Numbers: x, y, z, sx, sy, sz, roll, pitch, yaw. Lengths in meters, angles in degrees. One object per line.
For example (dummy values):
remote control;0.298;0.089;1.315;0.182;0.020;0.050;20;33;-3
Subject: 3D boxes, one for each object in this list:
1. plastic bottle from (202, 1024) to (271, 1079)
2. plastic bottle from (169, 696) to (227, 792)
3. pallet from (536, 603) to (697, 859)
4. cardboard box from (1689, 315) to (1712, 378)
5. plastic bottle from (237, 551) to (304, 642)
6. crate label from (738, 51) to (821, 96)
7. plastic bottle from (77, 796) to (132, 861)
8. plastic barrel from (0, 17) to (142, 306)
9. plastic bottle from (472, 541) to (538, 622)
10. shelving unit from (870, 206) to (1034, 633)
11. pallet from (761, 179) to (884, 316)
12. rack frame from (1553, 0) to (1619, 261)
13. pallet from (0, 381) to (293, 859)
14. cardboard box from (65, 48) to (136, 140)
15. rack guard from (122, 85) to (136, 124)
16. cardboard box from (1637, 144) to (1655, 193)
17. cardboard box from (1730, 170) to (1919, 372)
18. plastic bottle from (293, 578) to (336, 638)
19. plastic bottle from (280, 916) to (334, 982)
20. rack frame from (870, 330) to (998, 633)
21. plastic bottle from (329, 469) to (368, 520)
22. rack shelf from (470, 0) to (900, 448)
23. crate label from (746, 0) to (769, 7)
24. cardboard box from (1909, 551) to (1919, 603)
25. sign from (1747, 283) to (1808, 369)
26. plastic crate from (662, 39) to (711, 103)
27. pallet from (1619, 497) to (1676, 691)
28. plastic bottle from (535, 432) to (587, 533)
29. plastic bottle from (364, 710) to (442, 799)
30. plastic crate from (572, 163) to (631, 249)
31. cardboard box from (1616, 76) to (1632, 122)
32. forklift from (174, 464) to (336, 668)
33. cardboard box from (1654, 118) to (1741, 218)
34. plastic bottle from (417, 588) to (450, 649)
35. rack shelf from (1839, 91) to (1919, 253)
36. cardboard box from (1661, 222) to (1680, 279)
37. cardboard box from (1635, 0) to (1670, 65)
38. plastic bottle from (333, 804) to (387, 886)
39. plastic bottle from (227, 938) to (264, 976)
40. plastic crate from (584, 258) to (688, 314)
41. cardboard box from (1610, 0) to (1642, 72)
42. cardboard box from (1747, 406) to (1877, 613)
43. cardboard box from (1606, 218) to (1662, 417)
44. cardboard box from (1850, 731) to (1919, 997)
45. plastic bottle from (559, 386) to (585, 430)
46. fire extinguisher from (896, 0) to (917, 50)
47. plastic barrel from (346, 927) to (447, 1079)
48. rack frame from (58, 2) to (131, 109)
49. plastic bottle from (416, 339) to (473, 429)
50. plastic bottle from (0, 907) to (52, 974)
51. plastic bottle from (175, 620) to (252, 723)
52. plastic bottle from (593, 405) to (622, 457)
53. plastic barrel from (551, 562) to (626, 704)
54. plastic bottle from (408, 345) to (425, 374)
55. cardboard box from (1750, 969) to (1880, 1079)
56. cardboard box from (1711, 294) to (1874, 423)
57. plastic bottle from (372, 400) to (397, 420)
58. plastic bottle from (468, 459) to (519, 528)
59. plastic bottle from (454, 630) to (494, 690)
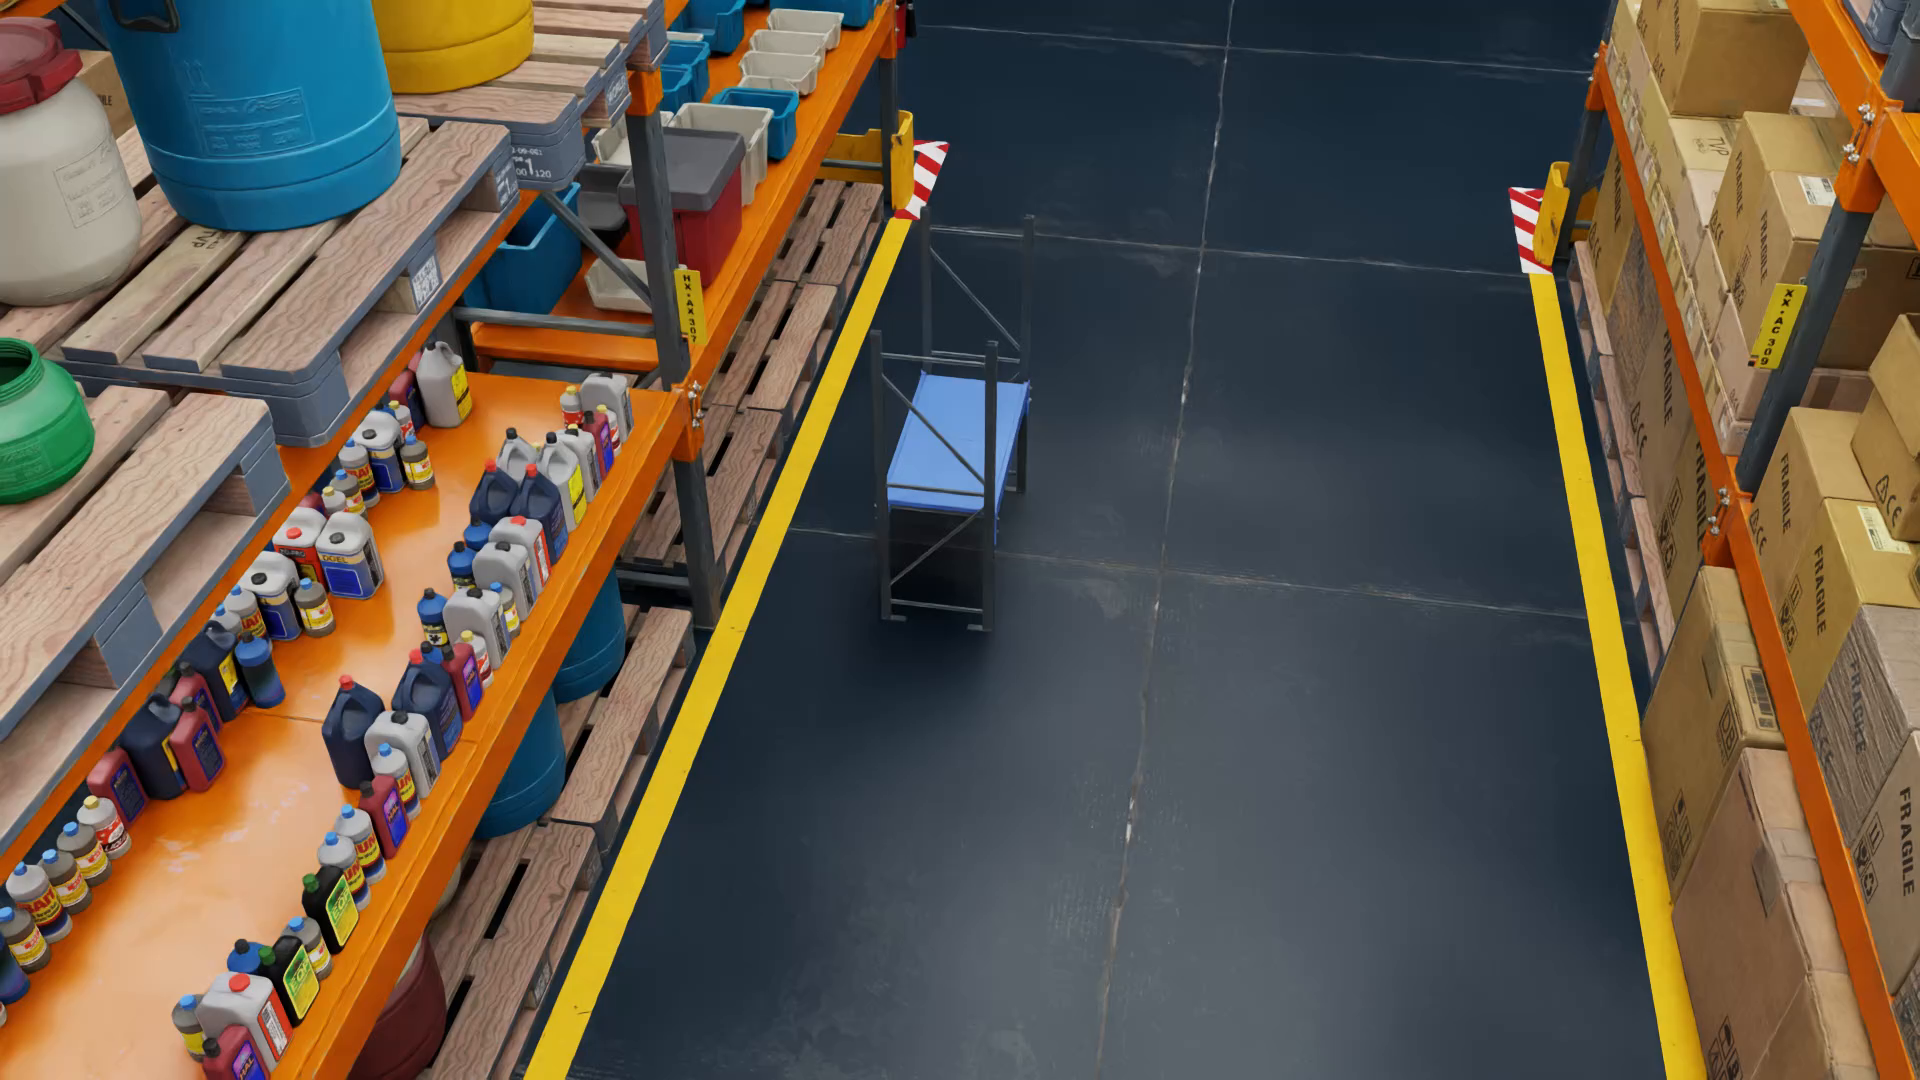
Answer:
plastic bottle;-1.766;1.275;4.042;0.061;0.283;0.133;6;40;8
plastic bottle;-2.239;0.594;4.866;0.061;0.283;0.133;6;40;8
pallet;-1.743;0.711;6.821;1.003;0.211;1.213;6;40;8
cardboard box;3.129;-0.750;6.598;0.380;0.149;0.250;6;40;7
plastic bottle;-2.224;0.180;5.373;0.152;0.276;0.135;6;40;8
crate label;-0.928;-2.385;8.538;0.396;0.136;0.243;6;40;8
plastic bottle;-2.415;0.800;4.681;0.097;0.201;0.097;0;40;0
plastic barrel;-2.102;-0.832;3.709;0.433;0.535;0.433;0;40;0
plastic bottle;-1.492;0.118;5.448;0.152;0.276;0.135;6;40;8
shelving unit;-0.015;-0.524;7.304;0.538;1.500;1.048;6;40;8
pallet;-1.057;-1.766;9.817;1.003;0.211;1.213;6;40;8
rack frame;4.002;-2.807;8.888;1.000;3.000;0.127;6;40;8
pallet;-2.032;0.115;3.148;1.003;0.211;1.213;6;40;8
cardboard box;-5.606;-2.740;10.423;0.500;0.500;0.500;6;40;8
rack guard;-5.767;-2.891;10.951;1.175;0.500;0.348;6;40;8
cardboard box;3.395;-1.717;7.767;0.380;0.149;0.250;6;40;7
cardboard box;3.126;-0.961;5.951;0.500;0.500;0.500;7;40;9
plastic bottle;-2.098;0.211;5.394;0.097;0.201;0.097;0;40;0
plastic bottle;-1.717;1.064;4.362;0.097;0.201;0.097;0;40;0
rack frame;-0.103;-0.205;6.918;0.500;1.500;0.032;6;40;8
plastic bottle;-2.151;-0.158;5.839;0.097;0.201;0.097;0;40;0
rack shelf;-1.222;-1.821;8.260;1.077;0.370;4.000;6;40;8
crate label;-1.243;-3.193;9.440;0.416;0.233;0.303;6;40;8
cardboard box;3.077;0.109;4.495;0.797;0.503;0.637;7;40;8
sign;2.763;-0.721;5.624;0.100;0.325;0.005;6;40;8
plastic crate;-1.471;-2.367;8.440;0.416;0.233;0.300;6;40;8
pallet;3.518;0.309;7.307;1.003;0.211;1.213;6;40;8
plastic bottle;-1.405;-0.211;5.787;0.144;0.351;0.185;6;40;8
plastic bottle;-1.627;0.609;4.854;0.152;0.276;0.135;6;40;8
plastic crate;-1.639;-1.492;7.467;0.437;0.125;0.590;6;40;8
cardboard box;3.529;-2.202;8.354;0.380;0.149;0.250;6;40;7
forklift;-4.323;-0.768;6.476;3.031;2.935;1.130;-5;40;-6
cardboard box;3.394;-1.623;7.340;0.500;0.250;0.500;6;40;7
plastic bottle;-1.658;0.263;5.276;0.097;0.271;0.097;0;40;0
rack shelf;2.964;0.079;3.607;1.077;0.370;4.000;6;40;8
cardboard box;3.262;-1.234;7.183;0.380;0.149;0.250;6;40;7
cardboard box;3.567;-2.568;7.895;0.500;0.500;0.500;5;40;7
plastic bottle;-1.660;0.831;4.589;0.097;0.271;0.097;0;40;0
plastic bottle;-1.800;1.114;4.246;0.097;0.271;0.097;0;40;0
plastic crate;-1.347;-1.041;6.912;0.396;0.136;0.243;6;40;8
cardboard box;3.653;-2.593;8.513;0.500;0.250;0.500;5;40;6
cardboard box;2.984;-0.074;5.504;0.500;0.500;0.500;7;40;8
cardboard box;3.813;-1.169;8.244;0.875;0.875;0.875;6;40;8
cardboard box;2.727;0.880;4.350;0.500;0.500;0.500;7;40;9
plastic bottle;-1.444;-0.486;6.236;0.097;0.201;0.097;0;40;0
fire extinguisher;-0.403;-3.225;9.746;0.296;0.674;0.183;6;40;8
plastic barrel;-1.997;1.417;5.342;0.600;0.588;0.708;6;40;8
rack frame;-5.754;-3.902;10.212;1.000;3.000;0.127;6;40;8
plastic bottle;-1.956;-0.614;6.274;0.144;0.351;0.185;6;40;8
plastic bottle;-2.482;1.044;4.386;0.097;0.201;0.097;0;40;0
plastic bottle;-2.289;0.373;5.080;0.144;0.351;0.185;6;40;8
plastic bottle;-1.311;-0.408;6.142;0.097;0.201;0.097;0;40;0
plastic barrel;-1.679;0.143;6.637;0.600;0.901;0.708;6;40;8
plastic bottle;-2.052;-0.615;6.328;0.061;0.283;0.133;6;40;8
cardboard box;2.919;1.881;4.556;1.225;0.875;0.875;7;40;8
cardboard box;3.128;-0.660;6.175;0.500;0.250;0.500;6;40;7
plastic bottle;-2.094;-0.391;6.067;0.097;0.271;0.097;0;40;0
plastic bottle;-1.579;-0.111;5.666;0.144;0.351;0.185;6;40;8
plastic bottle;-1.525;0.368;5.204;0.097;0.201;0.097;0;40;0
